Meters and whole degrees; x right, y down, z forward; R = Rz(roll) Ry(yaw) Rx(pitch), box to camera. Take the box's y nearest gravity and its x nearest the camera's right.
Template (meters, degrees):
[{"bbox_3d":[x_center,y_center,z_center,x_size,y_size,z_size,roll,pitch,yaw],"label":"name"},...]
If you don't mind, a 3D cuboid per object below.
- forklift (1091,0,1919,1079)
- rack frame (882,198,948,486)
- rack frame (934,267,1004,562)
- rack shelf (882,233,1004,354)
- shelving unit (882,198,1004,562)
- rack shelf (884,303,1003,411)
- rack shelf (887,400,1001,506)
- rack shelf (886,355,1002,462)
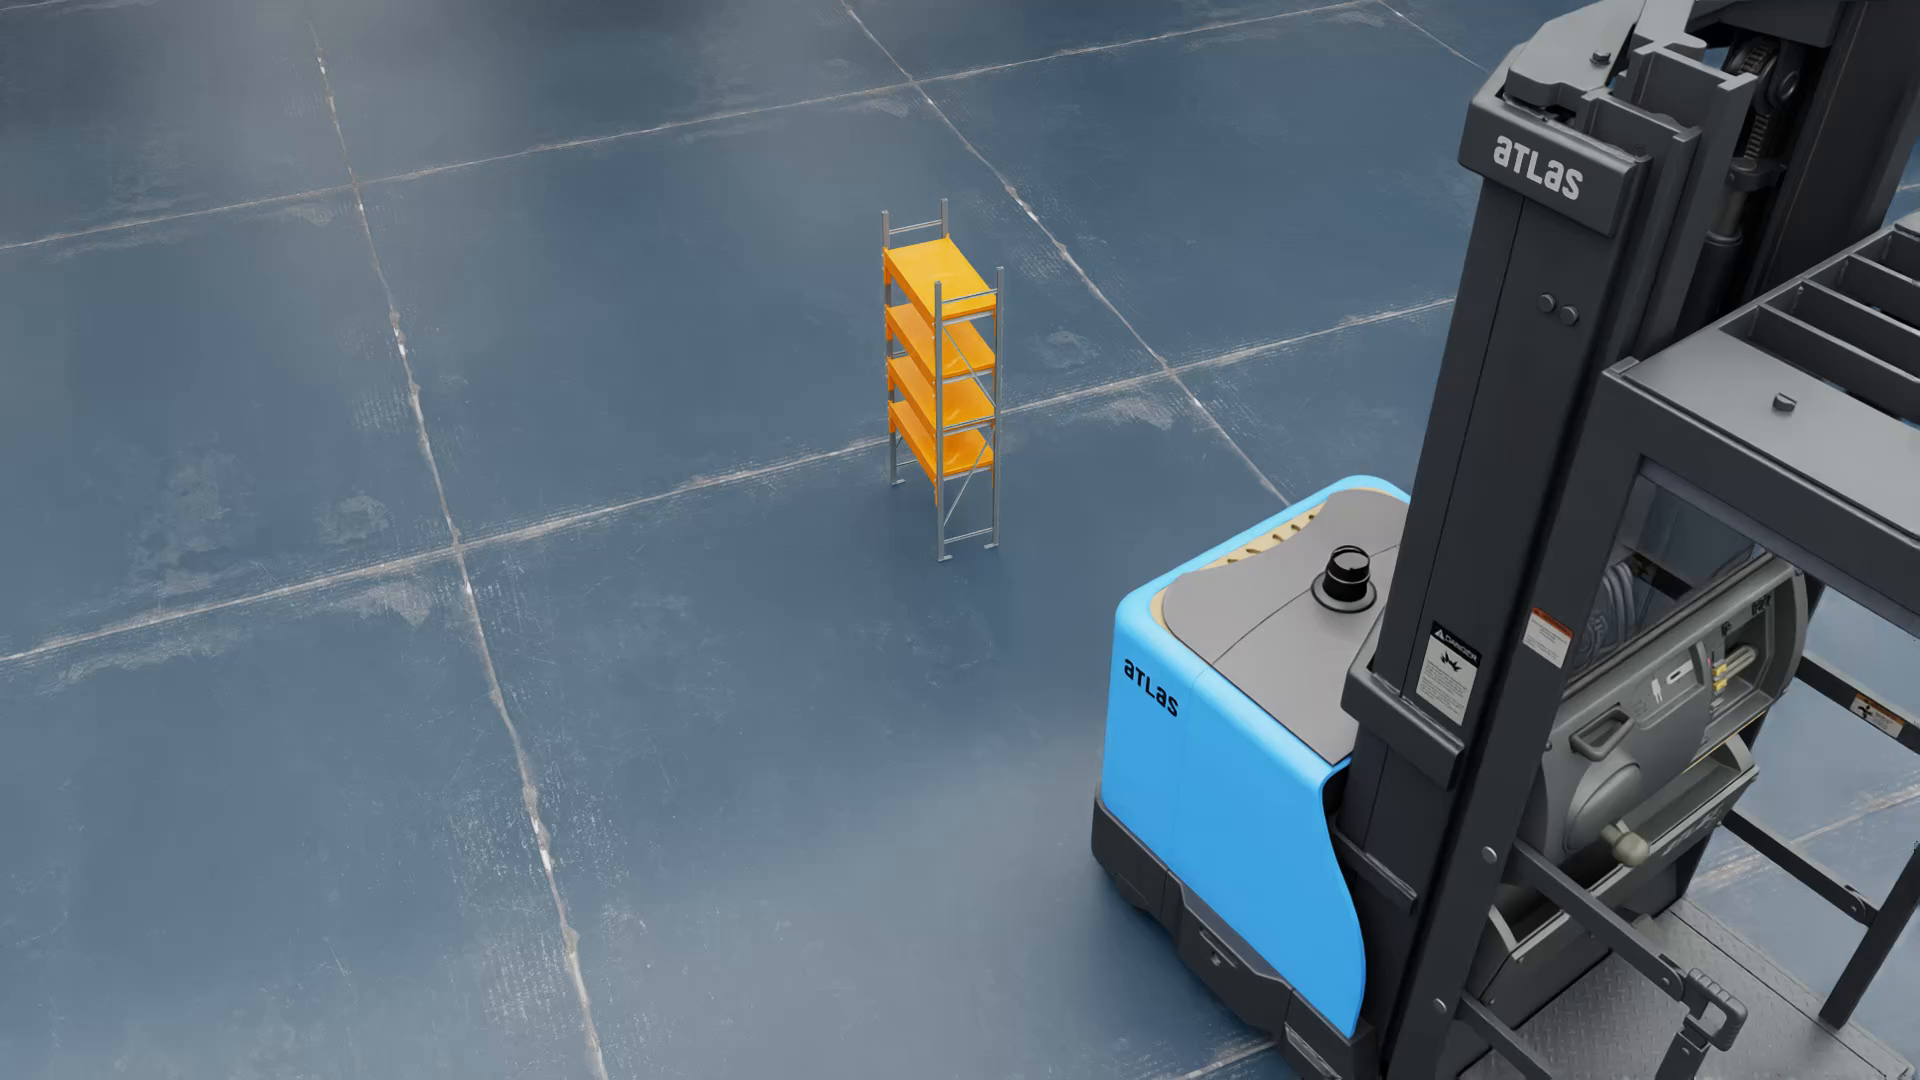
[{"bbox_3d":[1.682,0.447,3.482,1.130,2.935,3.031,-26,47,-27],"label":"forklift"},{"bbox_3d":[-0.157,-0.702,6.146,0.240,1.200,0.015,-15,43,-17],"label":"rack frame"},{"bbox_3d":[0.030,-0.408,5.804,0.240,1.200,0.015,-15,43,-17],"label":"rack frame"},{"bbox_3d":[-0.063,-0.853,5.719,0.258,0.148,0.480,-15,43,-17],"label":"rack shelf"},{"bbox_3d":[-0.063,-0.555,5.975,0.258,1.200,0.503,-15,43,-17],"label":"shelving unit"},{"bbox_3d":[-0.063,-0.673,5.873,0.258,0.148,0.480,-15,43,-17],"label":"rack shelf"},{"bbox_3d":[-0.063,-0.353,6.148,0.258,0.148,0.480,-15,43,-17],"label":"rack shelf"},{"bbox_3d":[-0.063,-0.504,6.019,0.258,0.148,0.480,-15,43,-17],"label":"rack shelf"}]
